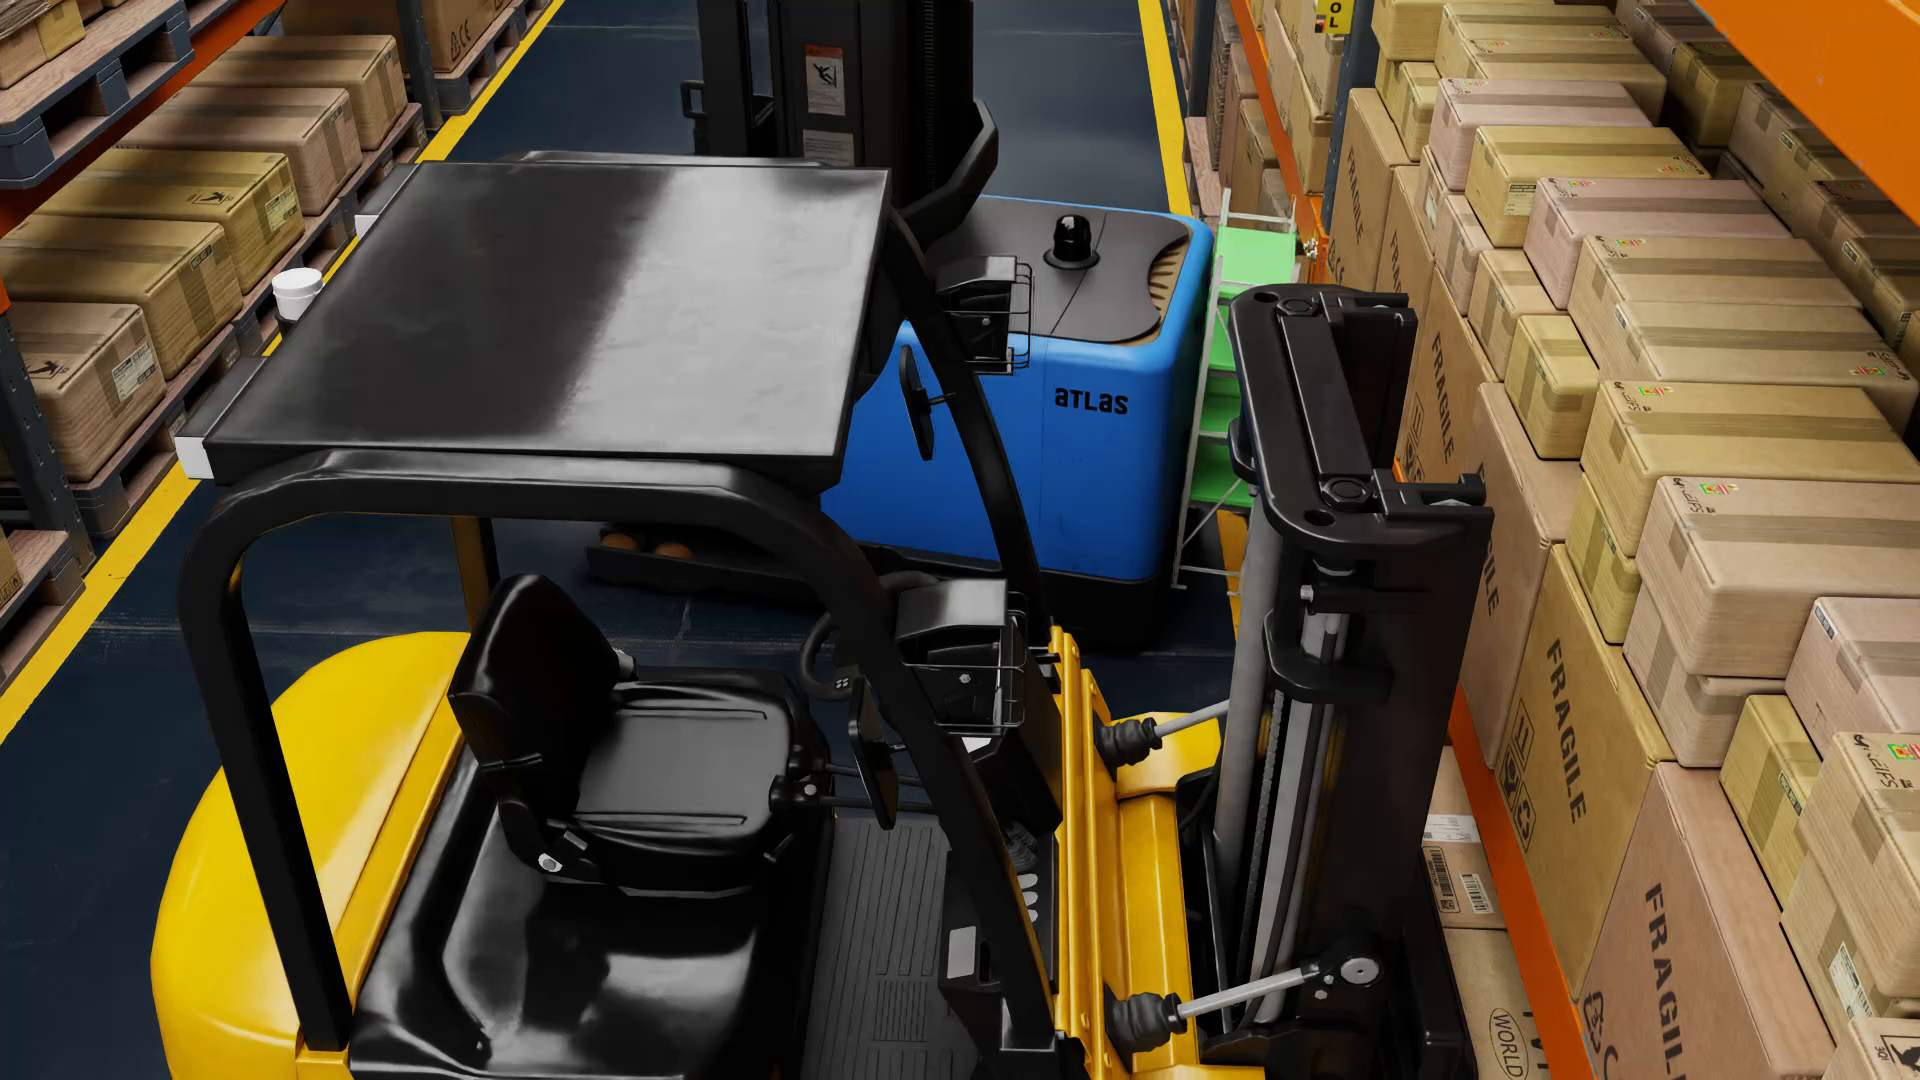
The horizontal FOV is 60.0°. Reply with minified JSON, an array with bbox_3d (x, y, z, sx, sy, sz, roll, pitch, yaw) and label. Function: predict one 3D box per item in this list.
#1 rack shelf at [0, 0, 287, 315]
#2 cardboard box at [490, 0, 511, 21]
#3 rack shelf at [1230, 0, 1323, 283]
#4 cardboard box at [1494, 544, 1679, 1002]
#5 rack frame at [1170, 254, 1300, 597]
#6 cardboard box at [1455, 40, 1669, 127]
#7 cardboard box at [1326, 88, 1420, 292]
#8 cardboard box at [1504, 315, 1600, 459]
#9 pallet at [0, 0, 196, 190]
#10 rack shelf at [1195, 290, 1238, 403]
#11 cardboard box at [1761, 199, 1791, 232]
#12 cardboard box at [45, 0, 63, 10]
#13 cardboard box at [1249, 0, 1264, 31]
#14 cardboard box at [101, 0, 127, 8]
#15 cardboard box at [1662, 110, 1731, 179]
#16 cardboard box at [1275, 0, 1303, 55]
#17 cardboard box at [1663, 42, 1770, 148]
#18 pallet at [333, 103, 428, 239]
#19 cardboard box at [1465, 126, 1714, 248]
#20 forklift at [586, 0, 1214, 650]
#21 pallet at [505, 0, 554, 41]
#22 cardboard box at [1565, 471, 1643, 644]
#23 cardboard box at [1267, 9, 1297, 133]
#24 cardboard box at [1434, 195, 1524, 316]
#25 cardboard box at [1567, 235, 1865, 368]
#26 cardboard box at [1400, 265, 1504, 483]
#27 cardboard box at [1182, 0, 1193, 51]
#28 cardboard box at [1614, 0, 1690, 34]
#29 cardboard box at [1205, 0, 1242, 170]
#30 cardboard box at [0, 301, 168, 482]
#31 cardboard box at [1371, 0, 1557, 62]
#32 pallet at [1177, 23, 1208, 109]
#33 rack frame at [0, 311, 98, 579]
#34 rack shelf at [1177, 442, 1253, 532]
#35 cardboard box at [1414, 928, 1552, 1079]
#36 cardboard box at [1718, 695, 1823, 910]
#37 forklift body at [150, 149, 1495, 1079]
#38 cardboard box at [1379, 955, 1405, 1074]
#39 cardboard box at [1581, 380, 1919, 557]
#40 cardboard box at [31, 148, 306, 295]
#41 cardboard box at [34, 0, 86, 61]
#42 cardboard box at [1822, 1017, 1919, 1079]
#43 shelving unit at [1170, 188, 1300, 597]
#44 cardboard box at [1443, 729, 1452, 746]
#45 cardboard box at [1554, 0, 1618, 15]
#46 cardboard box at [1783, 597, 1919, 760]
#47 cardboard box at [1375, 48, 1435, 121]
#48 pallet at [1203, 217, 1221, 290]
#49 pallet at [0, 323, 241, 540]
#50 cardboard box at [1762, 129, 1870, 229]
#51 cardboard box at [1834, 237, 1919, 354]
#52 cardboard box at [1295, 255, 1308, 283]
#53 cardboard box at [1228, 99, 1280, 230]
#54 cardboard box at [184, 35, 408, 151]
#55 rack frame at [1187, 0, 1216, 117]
[{"bbox_3d":[-3.352,-1.990,6.598,1.077,0.370,4.000,1,35,2],"label":"rack shelf"},{"bbox_3d":[-3.121,-3.643,9.808,0.875,0.875,0.875,2,35,2],"label":"cardboard box"},{"bbox_3d":[1.608,-1.877,6.438,1.077,0.370,4.000,1,35,2],"label":"rack shelf"},{"bbox_3d":[1.174,0.353,2.552,0.500,0.500,0.500,1,35,1],"label":"cardboard box"},{"bbox_3d":[0.839,-0.320,5.149,0.240,1.200,0.015,8,36,7],"label":"rack frame"},{"bbox_3d":[1.297,-0.975,3.619,0.380,0.149,0.250,1,35,1],"label":"cardboard box"},{"bbox_3d":[1.249,-0.815,4.214,0.500,0.500,0.500,0,35,1],"label":"cardboard box"},{"bbox_3d":[1.170,-0.264,2.866,0.380,0.149,0.250,1,35,1],"label":"cardboard box"},{"bbox_3d":[-3.256,-1.493,5.432,1.003,0.211,1.213,1,35,2],"label":"pallet"},{"bbox_3d":[0.888,-0.601,5.244,0.258,0.148,0.480,8,36,7],"label":"rack shelf"},{"bbox_3d":[1.702,-0.551,3.275,0.380,0.149,0.250,2,35,3],"label":"cardboard box"},{"bbox_3d":[-3.108,-2.020,5.305,0.500,0.500,0.500,1,35,2],"label":"cardboard box"},{"bbox_3d":[1.365,-2.127,6.299,0.500,0.250,0.500,2,35,3],"label":"cardboard box"},{"bbox_3d":[-3.089,-1.969,5.796,0.380,0.149,0.250,2,35,3],"label":"cardboard box"},{"bbox_3d":[1.777,-0.842,3.688,0.380,0.149,0.250,2,35,3],"label":"cardboard box"},{"bbox_3d":[1.305,-1.750,5.327,0.500,0.250,0.500,0,35,1],"label":"cardboard box"},{"bbox_3d":[1.768,-0.965,3.604,0.380,0.149,0.250,1,35,1],"label":"cardboard box"},{"bbox_3d":[-3.305,-1.844,8.190,1.003,0.211,1.213,1,35,2],"label":"pallet"},{"bbox_3d":[1.200,-0.680,3.199,0.380,0.149,0.250,1,35,1],"label":"cardboard box"},{"bbox_3d":[-0.743,-1.309,5.063,3.031,2.935,1.130,8,36,12],"label":"forklift"},{"bbox_3d":[-3.113,-3.443,10.465,1.003,0.211,1.213,1,35,2],"label":"pallet"},{"bbox_3d":[1.128,0.026,2.453,0.380,0.149,0.250,2,35,2],"label":"cardboard box"},{"bbox_3d":[1.301,-1.546,5.471,0.500,0.250,0.500,1,35,2],"label":"cardboard box"},{"bbox_3d":[1.164,-0.562,3.290,0.380,0.149,0.250,1,35,1],"label":"cardboard box"},{"bbox_3d":[1.253,-0.389,2.785,0.380,0.149,0.250,1,35,2],"label":"cardboard box"},{"bbox_3d":[1.225,-0.224,3.373,0.500,0.500,0.500,1,35,1],"label":"cardboard box"},{"bbox_3d":[1.521,-3.005,9.226,0.500,0.500,0.500,1,35,1],"label":"cardboard box"},{"bbox_3d":[1.816,-1.260,4.025,0.380,0.149,0.250,1,35,2],"label":"cardboard box"},{"bbox_3d":[1.649,-2.163,7.919,0.875,0.625,0.625,2,35,3],"label":"cardboard box"},{"bbox_3d":[-3.414,-0.533,5.820,0.950,0.372,0.625,2,35,2],"label":"cardboard box"},{"bbox_3d":[1.218,-1.274,4.045,0.380,0.149,0.250,2,35,3],"label":"cardboard box"},{"bbox_3d":[1.756,-2.608,9.277,1.003,0.211,1.213,1,35,2],"label":"pallet"},{"bbox_3d":[-3.432,-1.135,4.757,1.000,3.000,0.127,1,35,2],"label":"rack frame"},{"bbox_3d":[0.869,-0.210,5.522,0.258,0.148,0.480,8,36,7],"label":"rack shelf"},{"bbox_3d":[1.099,0.964,2.926,0.500,0.250,0.500,2,35,2],"label":"cardboard box"},{"bbox_3d":[1.174,0.326,2.026,0.380,0.149,0.250,1,35,2],"label":"cardboard box"},{"bbox_3d":[-0.380,0.491,3.181,2.313,2.155,1.214,1,35,2],"label":"forklift body"},{"bbox_3d":[1.128,0.865,3.502,0.500,0.250,0.500,1,35,2],"label":"cardboard box"},{"bbox_3d":[1.122,-0.099,2.372,0.380,0.149,0.250,2,35,3],"label":"cardboard box"},{"bbox_3d":[-3.362,-1.346,6.977,0.950,0.372,0.625,2,35,3],"label":"cardboard box"},{"bbox_3d":[-3.076,-1.658,5.353,0.380,0.149,0.250,2,35,3],"label":"cardboard box"},{"bbox_3d":[1.081,0.616,1.614,0.380,0.149,0.250,2,35,3],"label":"cardboard box"},{"bbox_3d":[0.881,-0.457,5.346,0.258,1.200,0.503,8,36,7],"label":"shelving unit"},{"bbox_3d":[1.155,0.372,3.769,0.500,0.250,0.500,2,35,3],"label":"cardboard box"},{"bbox_3d":[1.756,-1.526,4.662,0.380,0.149,0.250,1,35,1],"label":"cardboard box"},{"bbox_3d":[1.217,0.202,1.944,0.380,0.149,0.250,2,35,2],"label":"cardboard box"},{"bbox_3d":[1.252,-1.152,4.129,0.380,0.149,0.250,1,35,1],"label":"cardboard box"},{"bbox_3d":[1.564,-1.009,7.002,1.003,0.211,1.213,1,35,2],"label":"pallet"},{"bbox_3d":[-3.403,-0.442,6.195,1.003,0.211,1.213,1,35,2],"label":"pallet"},{"bbox_3d":[1.790,-0.671,3.186,0.380,0.149,0.250,1,35,1],"label":"cardboard box"},{"bbox_3d":[1.691,-0.381,2.773,0.380,0.149,0.250,2,35,3],"label":"cardboard box"},{"bbox_3d":[1.537,-0.523,5.586,0.875,0.625,0.625,3,35,4],"label":"cardboard box"},{"bbox_3d":[1.604,-1.401,6.834,0.875,0.625,0.625,0,35,0],"label":"cardboard box"},{"bbox_3d":[-3.304,-2.206,8.200,0.950,0.372,0.625,-1,35,-1],"label":"cardboard box"},{"bbox_3d":[1.688,-3.321,7.867,1.000,3.000,0.127,1,35,2],"label":"rack frame"}]
